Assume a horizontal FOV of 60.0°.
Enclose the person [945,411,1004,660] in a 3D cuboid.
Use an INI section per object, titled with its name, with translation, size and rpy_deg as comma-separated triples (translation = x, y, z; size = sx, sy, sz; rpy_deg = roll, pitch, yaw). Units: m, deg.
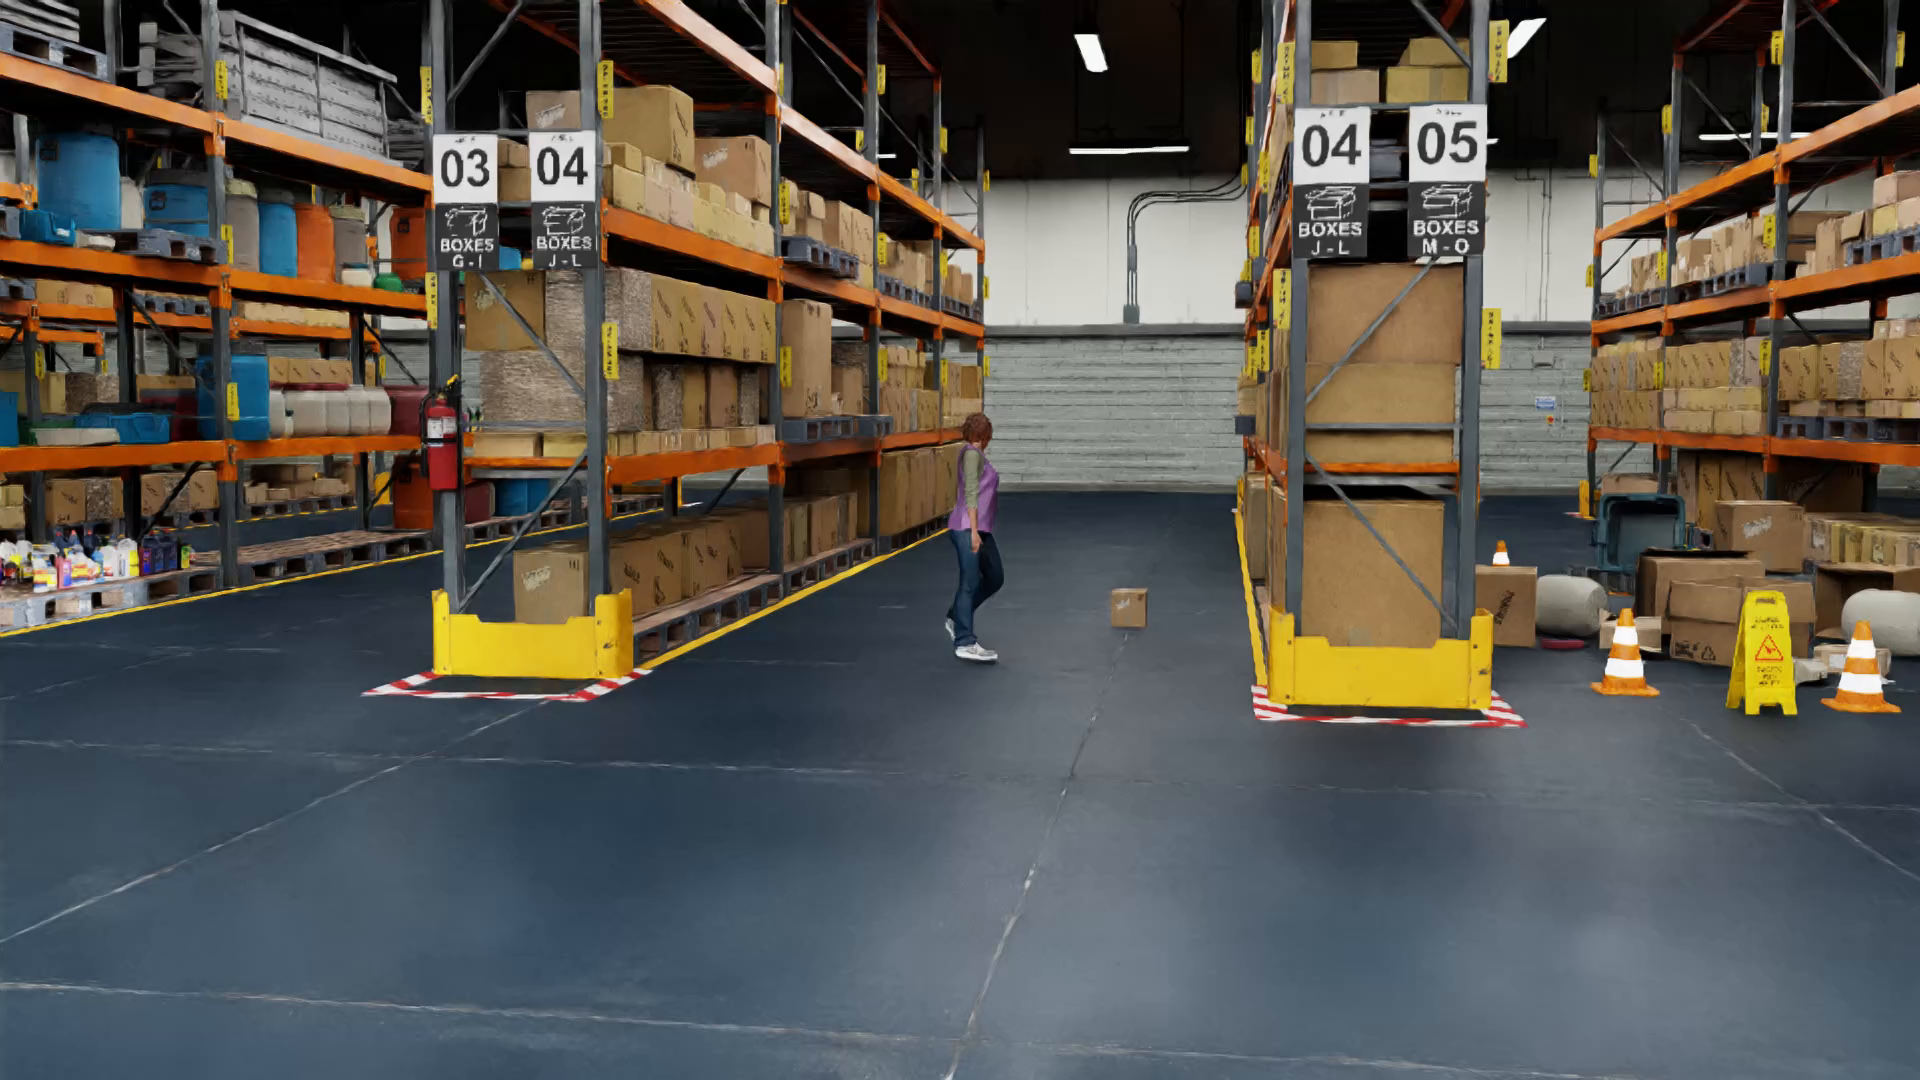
[person]
translation = 0.073, -0.040, 10.727
size = 0.452, 1.573, 0.551
rpy_deg = 1, 5, 14
